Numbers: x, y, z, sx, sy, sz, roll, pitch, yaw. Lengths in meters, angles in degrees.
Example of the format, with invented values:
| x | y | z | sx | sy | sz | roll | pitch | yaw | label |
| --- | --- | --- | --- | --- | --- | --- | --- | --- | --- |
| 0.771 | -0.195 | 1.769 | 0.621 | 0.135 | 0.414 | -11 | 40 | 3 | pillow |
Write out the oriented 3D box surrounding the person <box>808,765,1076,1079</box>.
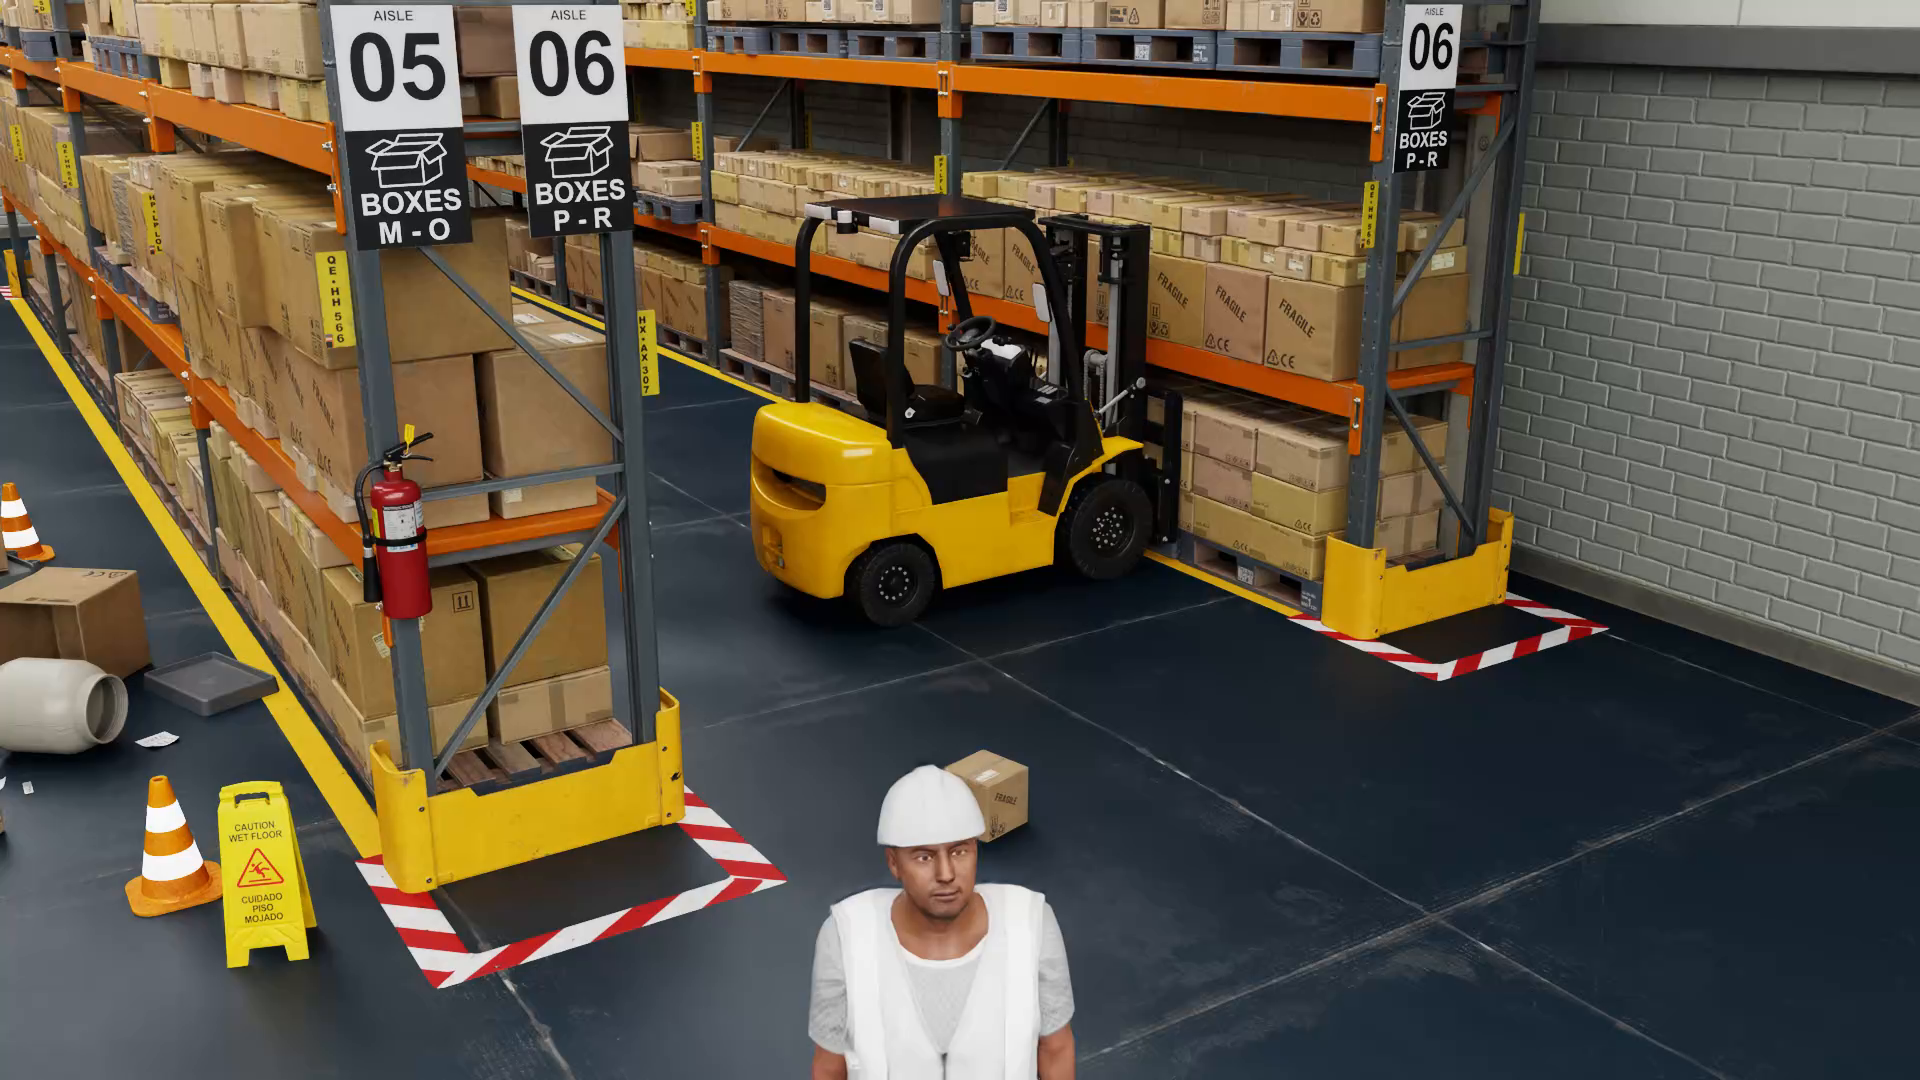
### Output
| x | y | z | sx | sy | sz | roll | pitch | yaw | label |
| --- | --- | --- | --- | --- | --- | --- | --- | --- | --- |
| -0.034 | 1.287 | 3.478 | 0.551 | 1.771 | 0.590 | -1 | 18 | -2 | person |
